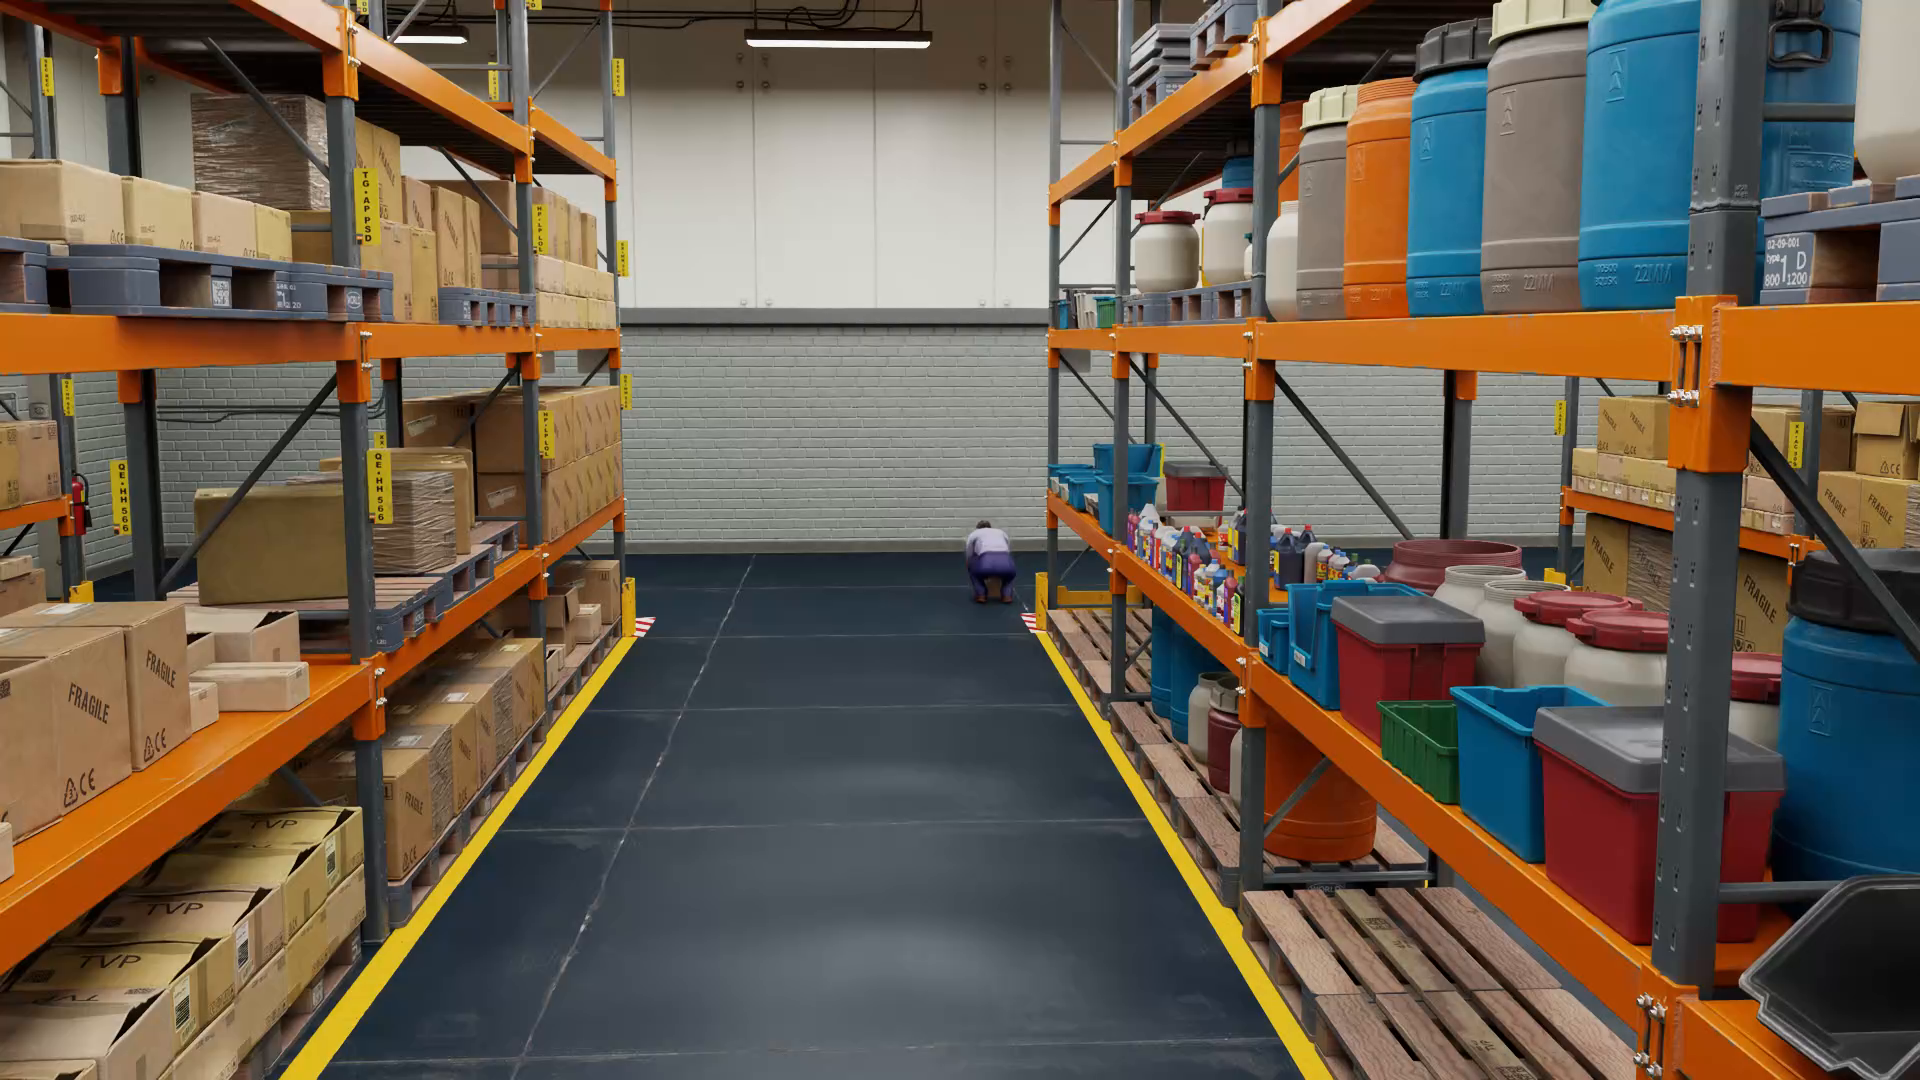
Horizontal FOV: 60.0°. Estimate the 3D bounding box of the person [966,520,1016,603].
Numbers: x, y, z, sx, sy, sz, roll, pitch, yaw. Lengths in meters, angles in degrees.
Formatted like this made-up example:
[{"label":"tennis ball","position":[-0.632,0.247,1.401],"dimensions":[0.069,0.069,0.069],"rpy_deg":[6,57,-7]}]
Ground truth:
[{"label":"person","position":[0.333,0.231,17.379],"dimensions":[0.520,0.821,0.823],"rpy_deg":[0,7,-4]}]
